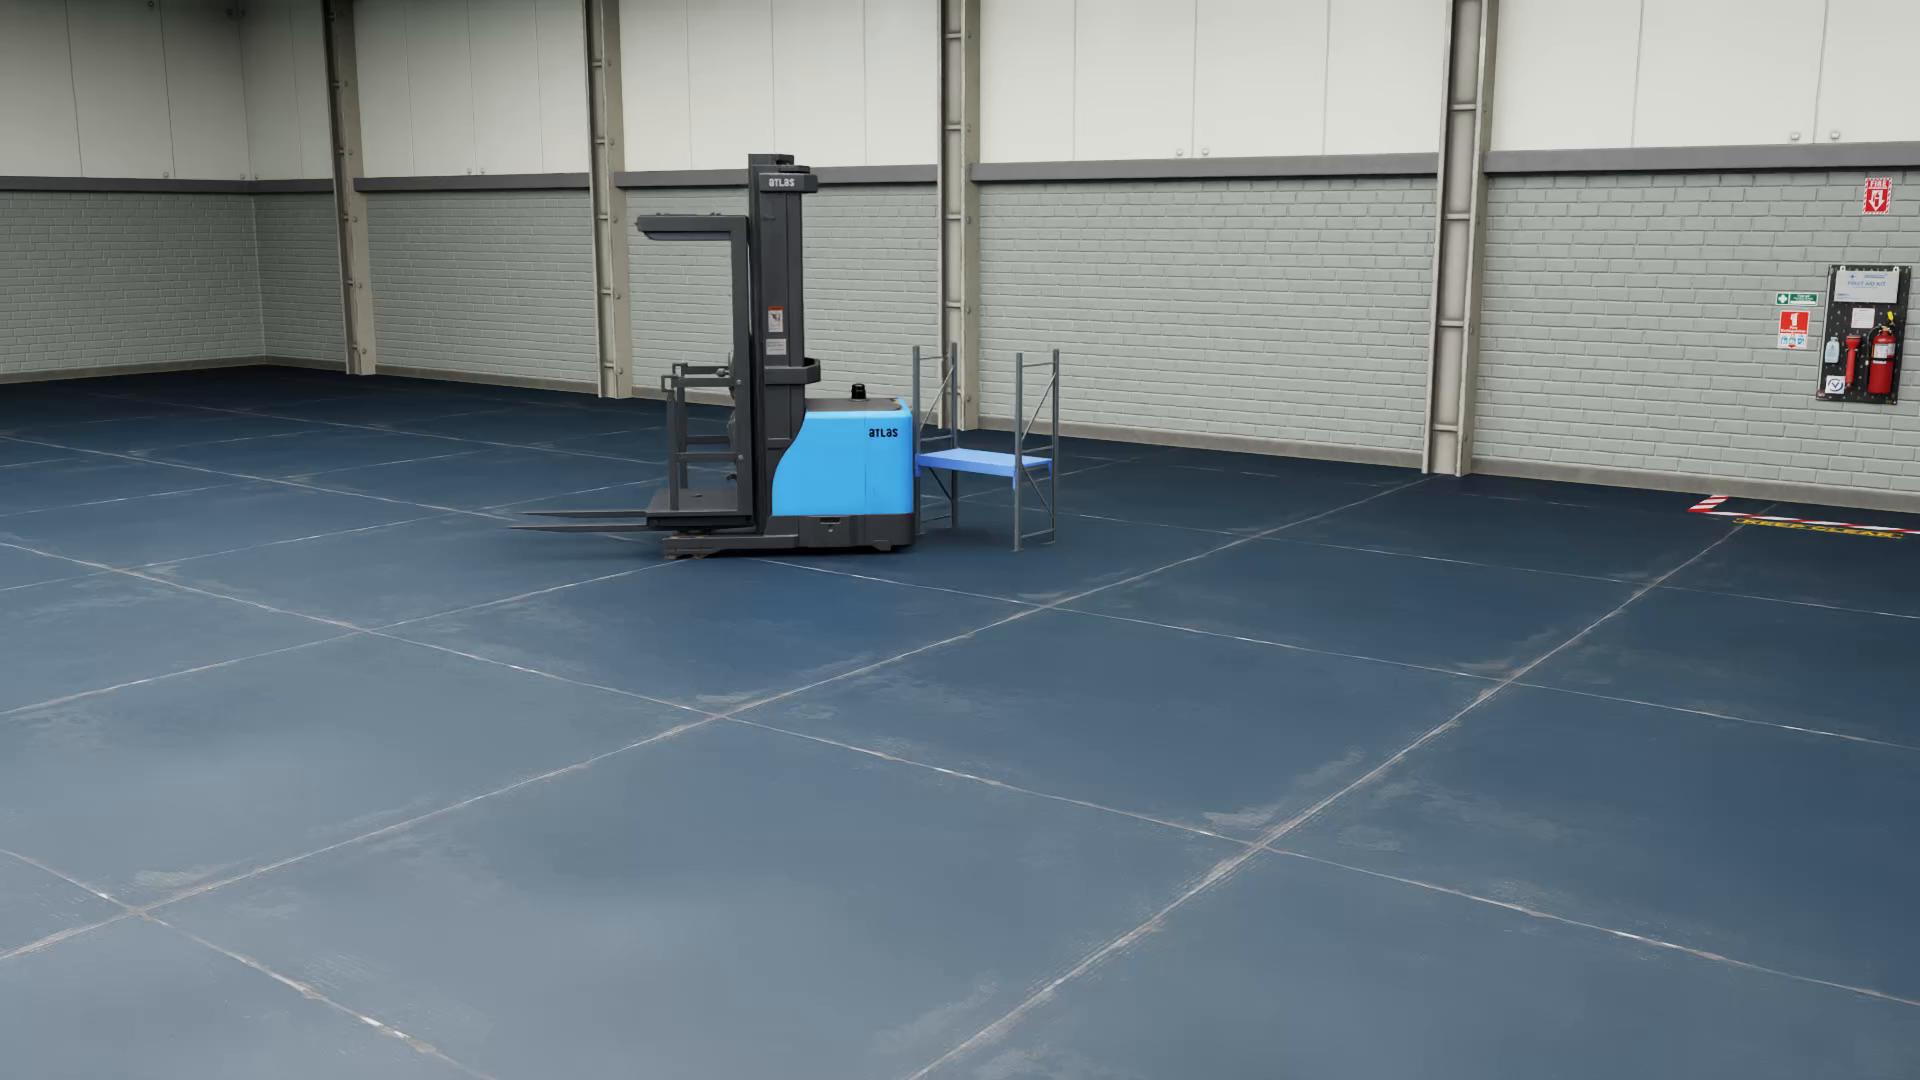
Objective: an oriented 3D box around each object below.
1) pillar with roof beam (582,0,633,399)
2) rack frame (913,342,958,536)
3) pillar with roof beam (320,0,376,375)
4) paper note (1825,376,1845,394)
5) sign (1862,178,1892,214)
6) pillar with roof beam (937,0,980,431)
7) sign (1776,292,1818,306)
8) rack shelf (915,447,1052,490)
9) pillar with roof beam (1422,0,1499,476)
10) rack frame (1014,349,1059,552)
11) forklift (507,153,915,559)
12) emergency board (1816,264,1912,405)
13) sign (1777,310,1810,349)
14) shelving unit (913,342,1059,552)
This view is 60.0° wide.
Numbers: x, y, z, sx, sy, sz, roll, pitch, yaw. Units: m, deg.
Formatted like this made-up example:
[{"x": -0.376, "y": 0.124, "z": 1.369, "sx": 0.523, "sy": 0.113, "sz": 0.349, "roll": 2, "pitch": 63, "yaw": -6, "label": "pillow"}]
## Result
[{"x": -7.400, "y": -5.775, "z": 19.187, "sx": 0.400, "sy": 9.000, "sz": 9.100, "roll": 8, "pitch": 13, "yaw": 36, "label": "pillar with roof beam"}, {"x": -0.193, "y": -0.806, "z": 13.247, "sx": 0.032, "sy": 1.500, "sz": 0.500, "roll": 9, "pitch": 14, "yaw": 39, "label": "rack frame"}, {"x": -12.236, "y": -6.449, "z": 22.674, "sx": 0.400, "sy": 9.000, "sz": 9.100, "roll": 8, "pitch": 13, "yaw": 36, "label": "pillar with roof beam"}, {"x": 7.585, "y": -1.346, "z": 14.411, "sx": 0.142, "sy": 0.148, "sz": 0.016, "roll": 8, "pitch": 13, "yaw": 36, "label": "paper note"}, {"x": 7.740, "y": -2.903, "z": 14.033, "sx": 0.199, "sy": 0.298, "sz": 0.001, "roll": 8, "pitch": 13, "yaw": 36, "label": "sign"}, {"x": -2.564, "y": -5.100, "z": 15.700, "sx": 0.400, "sy": 9.000, "sz": 9.100, "roll": 8, "pitch": 13, "yaw": 36, "label": "pillar with roof beam"}, {"x": 7.301, "y": -2.102, "z": 14.509, "sx": 0.331, "sy": 0.109, "sz": 0.001, "roll": 8, "pitch": 13, "yaw": 36, "label": "sign"}, {"x": 0.196, "y": -0.567, "z": 12.959, "sx": 1.000, "sy": 0.185, "sz": 0.538, "roll": 9, "pitch": 14, "yaw": 39, "label": "rack shelf"}, {"x": 2.272, "y": -4.426, "z": 12.213, "sx": 0.400, "sy": 9.000, "sz": 9.100, "roll": 8, "pitch": 13, "yaw": 36, "label": "pillar with roof beam"}, {"x": 0.584, "y": -0.681, "z": 12.603, "sx": 0.032, "sy": 1.500, "sz": 0.500, "roll": 9, "pitch": 14, "yaw": 39, "label": "rack frame"}, {"x": -1.888, "y": -1.404, "z": 12.569, "sx": 3.031, "sy": 2.935, "sz": 1.130, "roll": -1, "pitch": 11, "yaw": -5, "label": "forklift"}, {"x": 7.687, "y": -1.748, "z": 14.169, "sx": 0.643, "sy": 1.169, "sz": 0.194, "roll": 8, "pitch": 13, "yaw": 36, "label": "emergency board"}, {"x": 7.303, "y": -1.844, "z": 14.569, "sx": 0.234, "sy": 0.329, "sz": 0.001, "roll": 8, "pitch": 13, "yaw": 36, "label": "sign"}, {"x": 0.196, "y": -0.744, "z": 12.925, "sx": 1.048, "sy": 1.500, "sz": 0.538, "roll": 9, "pitch": 14, "yaw": 39, "label": "shelving unit"}]
